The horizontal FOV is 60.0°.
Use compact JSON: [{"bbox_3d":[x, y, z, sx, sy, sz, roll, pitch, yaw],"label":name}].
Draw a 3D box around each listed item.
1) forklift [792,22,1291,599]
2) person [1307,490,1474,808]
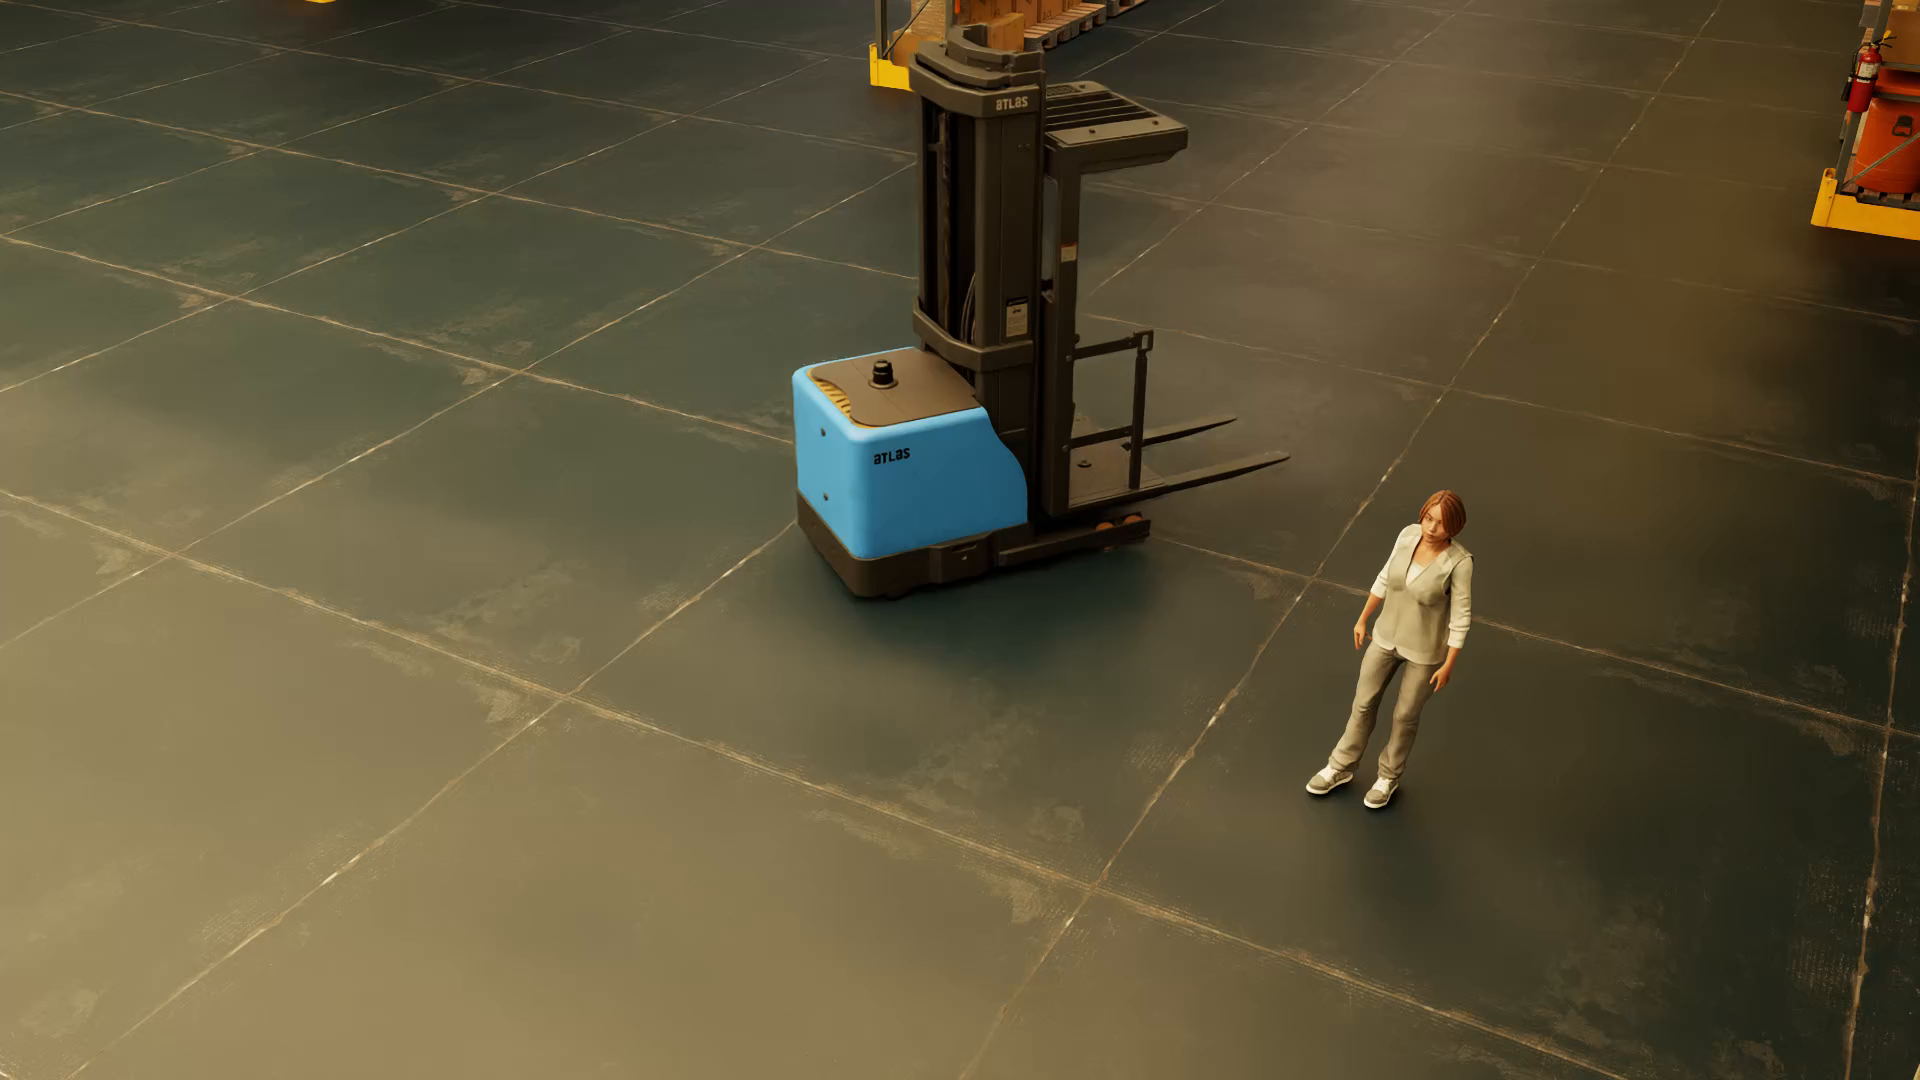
[{"bbox_3d":[0.576,-1.431,9.550,3.031,2.935,1.130,-13,33,-22],"label":"forklift"},{"bbox_3d":[1.975,0.514,7.500,0.476,1.597,0.518,-26,39,-37],"label":"person"}]
